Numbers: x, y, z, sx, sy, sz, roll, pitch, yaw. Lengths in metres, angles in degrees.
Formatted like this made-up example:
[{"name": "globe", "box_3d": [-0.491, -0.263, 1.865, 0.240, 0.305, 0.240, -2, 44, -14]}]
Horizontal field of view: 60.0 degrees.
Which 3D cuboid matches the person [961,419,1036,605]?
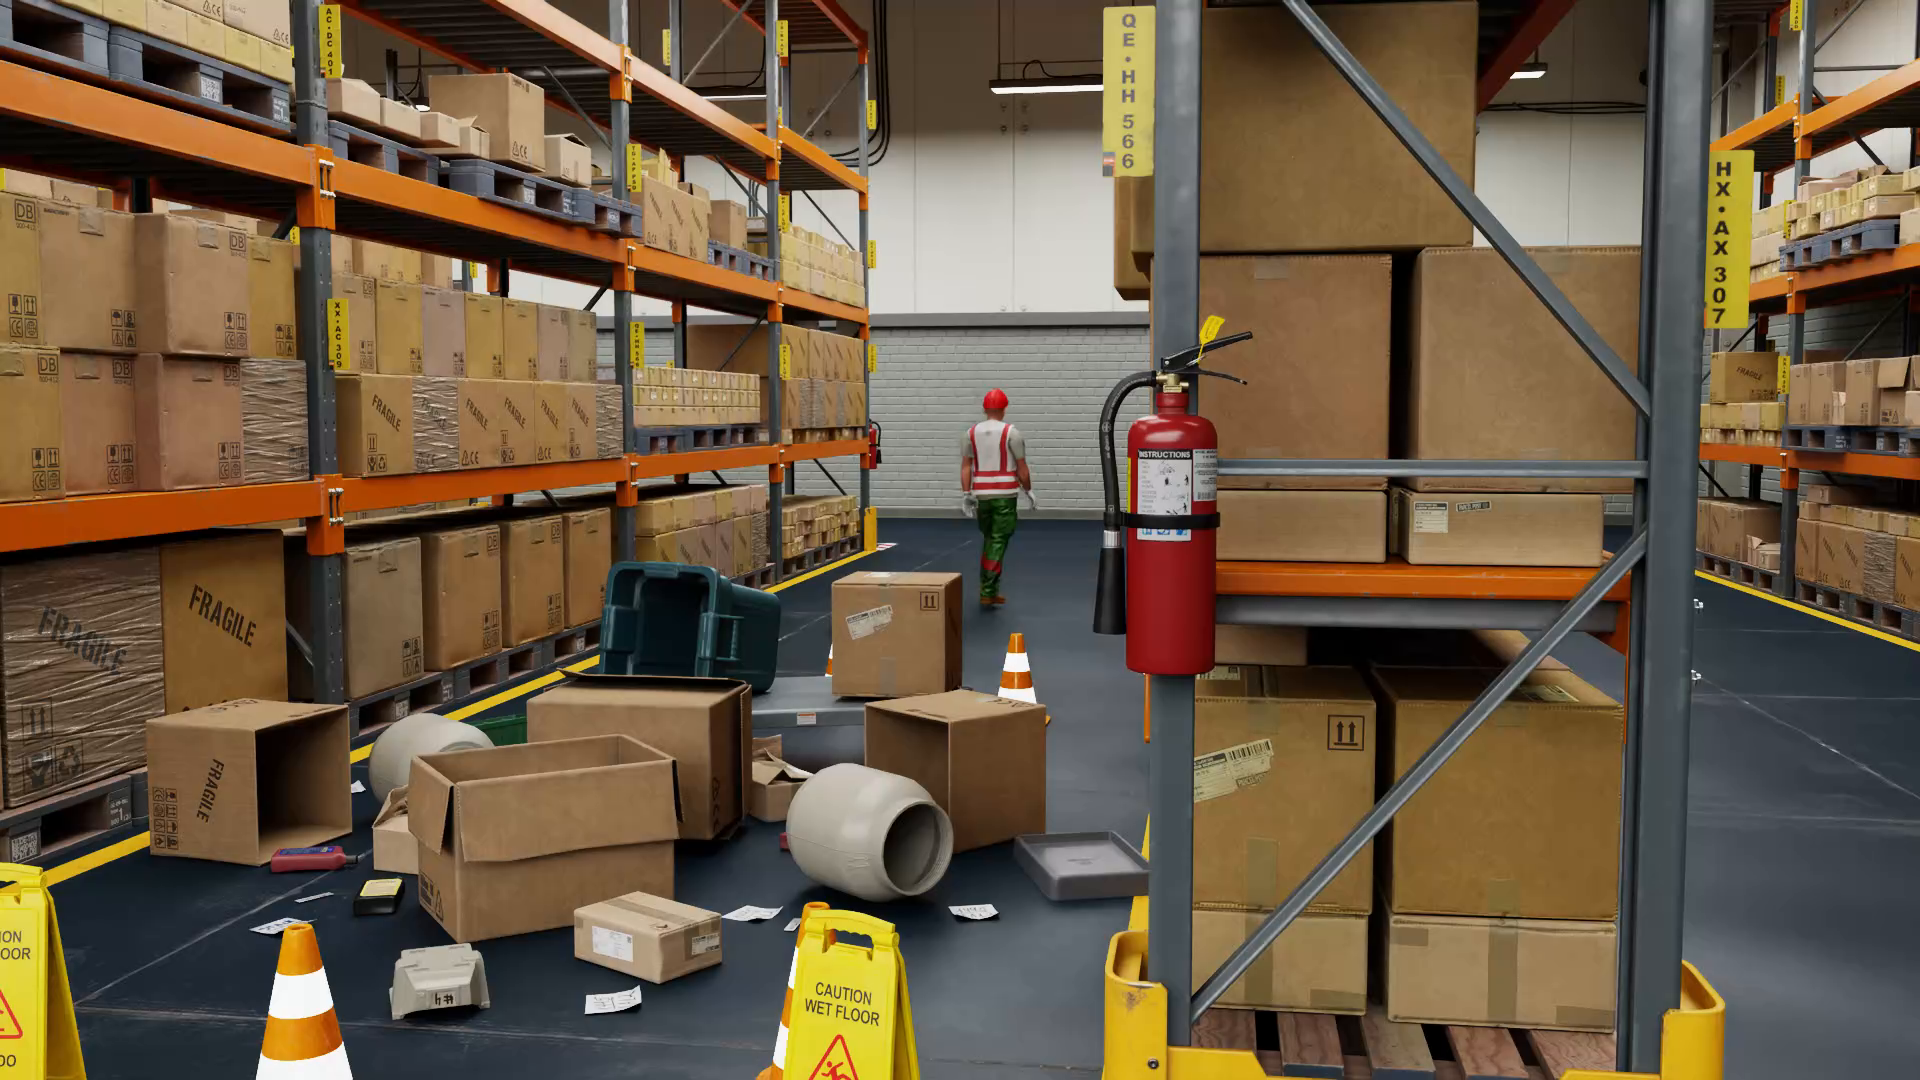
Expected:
[{"name": "person", "box_3d": [0.330, -0.203, 13.801, 0.554, 1.600, 0.636, 2, 5, 27]}]
